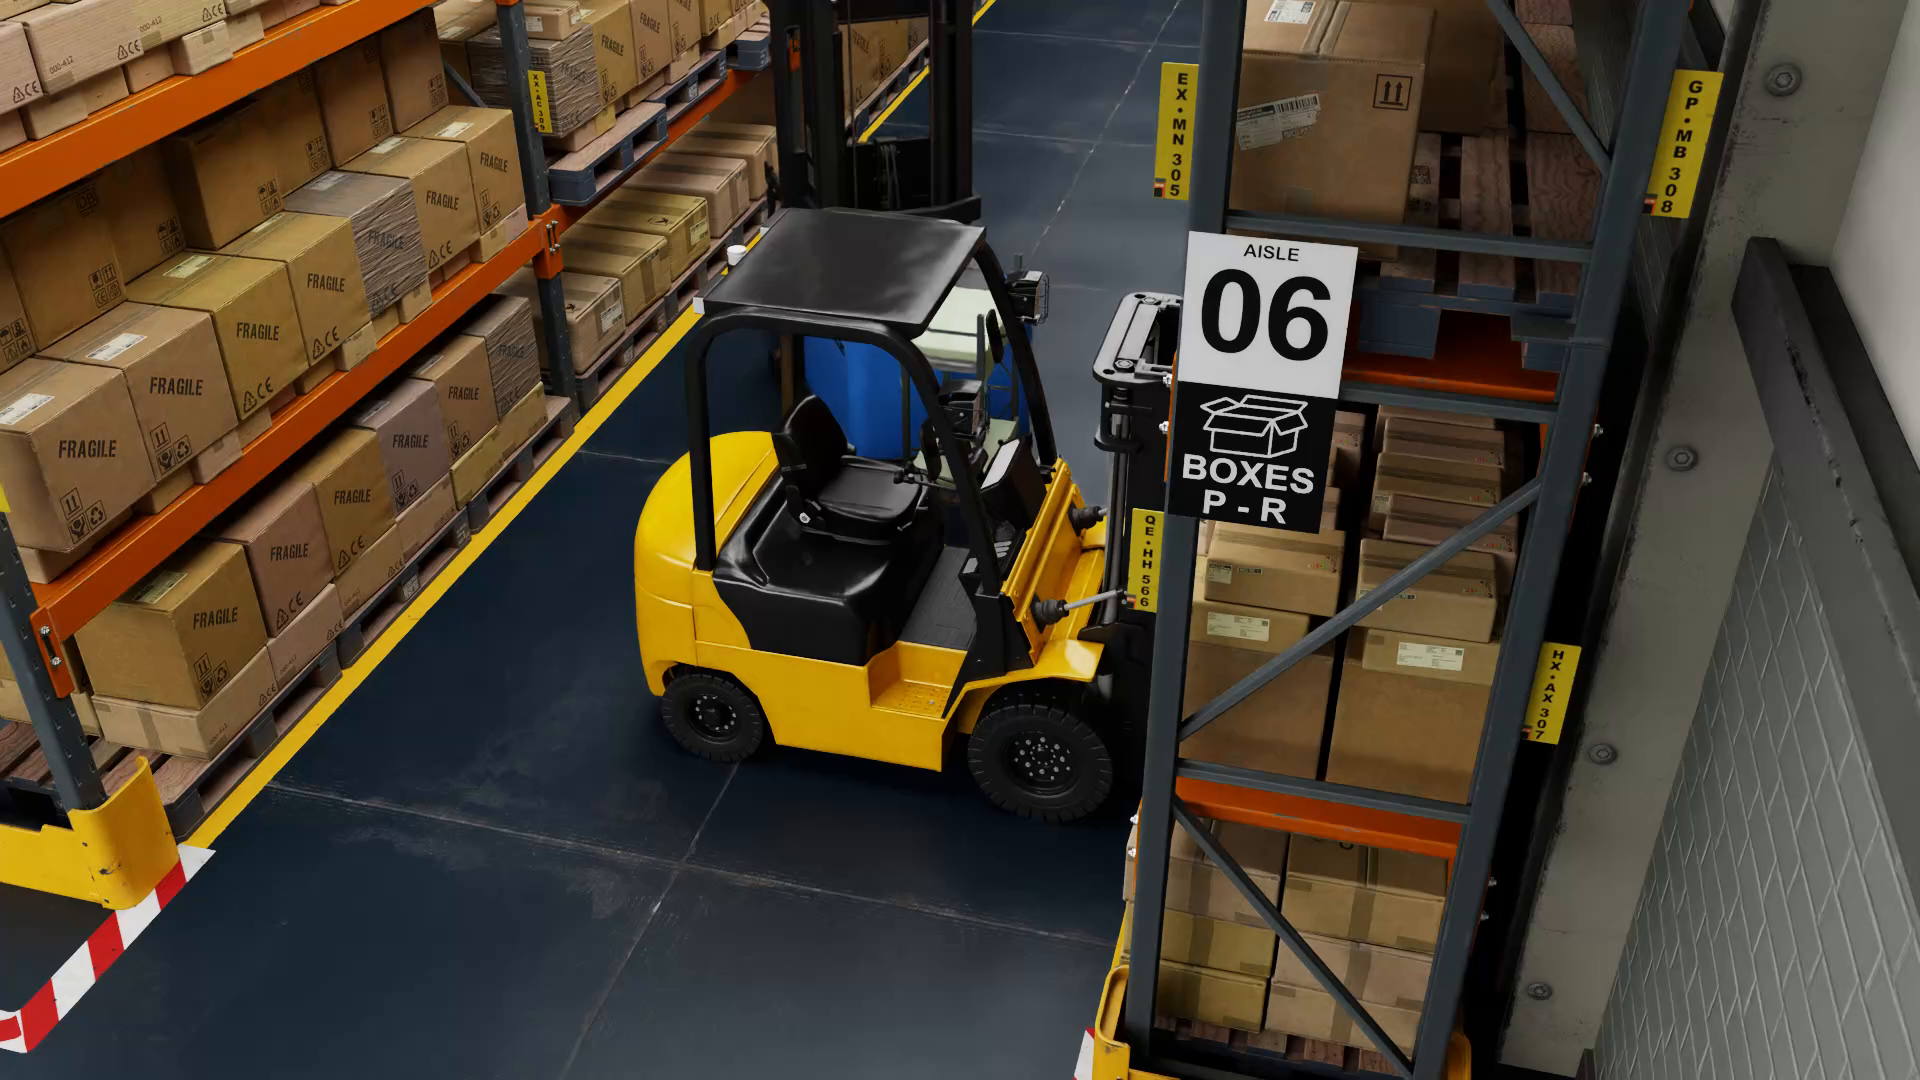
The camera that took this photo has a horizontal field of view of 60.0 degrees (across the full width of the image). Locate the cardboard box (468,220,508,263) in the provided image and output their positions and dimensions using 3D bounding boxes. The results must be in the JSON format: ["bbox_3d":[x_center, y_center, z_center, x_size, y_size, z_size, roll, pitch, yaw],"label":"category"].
[{"bbox_3d":[-2.594,-1.576,8.667,0.380,0.149,0.250,9,33,13],"label":"cardboard box"}]

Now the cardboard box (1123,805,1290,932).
[{"bbox_3d":[0.851,1.009,5.607,0.500,0.250,0.500,9,34,14],"label":"cardboard box"}]

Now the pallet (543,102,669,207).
[{"bbox_3d":[-2.416,-2.316,9.777,1.003,0.211,1.213,8,33,12],"label":"pallet"}]

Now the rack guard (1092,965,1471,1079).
[{"bbox_3d":[1.030,1.796,5.458,1.175,0.500,0.348,8,33,12],"label":"rack guard"}]

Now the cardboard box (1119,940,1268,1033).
[{"bbox_3d":[0.850,1.425,5.884,0.500,0.250,0.500,8,33,13],"label":"cardboard box"}]

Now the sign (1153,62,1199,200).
[{"bbox_3d":[0.515,-0.958,3.914,0.100,0.325,0.005,8,33,12],"label":"sign"}]

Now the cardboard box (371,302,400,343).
[{"bbox_3d":[-2.886,-1.050,7.840,0.380,0.149,0.250,7,33,12],"label":"cardboard box"}]

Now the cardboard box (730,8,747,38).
[{"bbox_3d":[-1.682,-3.550,11.381,0.380,0.149,0.250,6,33,10],"label":"cardboard box"}]

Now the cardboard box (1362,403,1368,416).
[{"bbox_3d":[1.442,-0.659,6.897,0.500,0.500,0.500,8,33,12],"label":"cardboard box"}]

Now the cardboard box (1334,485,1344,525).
[{"bbox_3d":[1.088,-0.195,5.563,0.380,0.149,0.250,8,33,12],"label":"cardboard box"}]

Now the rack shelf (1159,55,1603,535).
[{"bbox_3d":[1.544,-1.271,5.828,1.077,0.370,4.000,8,33,12],"label":"rack shelf"}]

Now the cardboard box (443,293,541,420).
[{"bbox_3d":[-2.642,-1.010,9.016,0.500,0.500,0.500,8,33,12],"label":"cardboard box"}]

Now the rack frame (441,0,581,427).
[{"bbox_3d":[-2.751,-2.021,9.132,1.000,3.000,0.127,8,33,12],"label":"rack frame"}]

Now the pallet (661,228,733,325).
[{"bbox_3d":[-2.247,-1.883,11.515,1.003,0.211,1.213,8,33,12],"label":"pallet"}]

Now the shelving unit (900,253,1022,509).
[{"bbox_3d":[0.014,-0.605,8.304,0.431,1.500,0.755,8,33,13],"label":"shelving unit"}]

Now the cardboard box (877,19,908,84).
[{"bbox_3d":[-1.022,-4.650,14.858,0.875,0.875,0.875,9,34,14],"label":"cardboard box"}]

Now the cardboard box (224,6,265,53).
[{"bbox_3d":[-3.016,-2.046,6.611,0.380,0.149,0.250,7,33,11],"label":"cardboard box"}]

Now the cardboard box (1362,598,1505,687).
[{"bbox_3d":[1.373,0.272,4.828,0.380,0.149,0.250,7,33,11],"label":"cardboard box"}]

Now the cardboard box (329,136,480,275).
[{"bbox_3d":[-2.747,-1.656,8.188,0.500,0.500,0.500,9,34,14],"label":"cardboard box"}]

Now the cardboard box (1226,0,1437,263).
[{"bbox_3d":[0.913,-1.061,4.250,0.500,0.500,0.500,9,34,14],"label":"cardboard box"}]

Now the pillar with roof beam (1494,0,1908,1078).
[{"bbox_3d":[-2.079,-2.627,4.495,9.100,9.000,0.400,8,33,12],"label":"pillar with roof beam"}]

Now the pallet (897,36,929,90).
[{"bbox_3d":[-0.844,-4.585,15.765,1.003,0.211,1.213,8,33,12],"label":"pallet"}]

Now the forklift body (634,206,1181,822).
[{"bbox_3d":[-0.247,-0.145,6.974,2.313,2.155,1.214,8,33,12],"label":"forklift body"}]

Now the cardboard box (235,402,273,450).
[{"bbox_3d":[-3.141,-0.511,6.992,0.380,0.149,0.250,9,34,14],"label":"cardboard box"}]

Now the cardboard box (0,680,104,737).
[{"bbox_3d":[-3.815,0.570,7.229,0.500,0.250,0.500,8,33,12],"label":"cardboard box"}]

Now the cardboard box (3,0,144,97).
[{"bbox_3d":[-3.244,-1.758,5.785,0.500,0.250,0.500,8,33,12],"label":"cardboard box"}]

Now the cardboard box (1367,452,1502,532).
[{"bbox_3d":[1.480,-0.128,5.180,0.380,0.149,0.250,9,33,13],"label":"cardboard box"}]

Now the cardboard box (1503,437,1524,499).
[{"bbox_3d":[1.703,-0.245,5.642,0.380,0.149,0.250,8,33,13],"label":"cardboard box"}]

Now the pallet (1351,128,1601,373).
[{"bbox_3d":[1.241,-0.863,4.598,1.003,0.211,1.213,8,33,12],"label":"pallet"}]

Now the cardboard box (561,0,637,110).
[{"bbox_3d":[-2.228,-2.830,9.643,0.500,0.500,0.500,8,33,13],"label":"cardboard box"}]

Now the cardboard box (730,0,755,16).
[{"bbox_3d":[-1.703,-3.898,11.323,0.500,0.500,0.500,7,33,12],"label":"cardboard box"}]

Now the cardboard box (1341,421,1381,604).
[{"bbox_3d":[1.665,-0.068,5.967,0.500,0.500,0.500,8,33,12],"label":"cardboard box"}]

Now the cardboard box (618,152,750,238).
[{"bbox_3d":[-2.068,-2.489,11.927,0.950,0.372,0.625,7,33,11],"label":"cardboard box"}]

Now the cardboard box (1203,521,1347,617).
[{"bbox_3d":[0.923,0.073,4.864,0.380,0.149,0.250,8,33,12],"label":"cardboard box"}]

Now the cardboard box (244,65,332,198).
[{"bbox_3d":[-3.377,-1.893,7.629,0.700,0.500,0.500,7,33,11],"label":"cardboard box"}]

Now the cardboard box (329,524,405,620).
[{"bbox_3d":[-3.031,0.109,7.955,0.500,0.250,0.500,10,34,16],"label":"cardboard box"}]

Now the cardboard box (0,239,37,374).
[{"bbox_3d":[-3.848,-0.829,5.956,0.700,0.500,0.500,7,33,11],"label":"cardboard box"}]

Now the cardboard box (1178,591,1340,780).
[{"bbox_3d":[0.907,0.396,5.238,0.500,0.500,0.500,7,33,11],"label":"cardboard box"}]

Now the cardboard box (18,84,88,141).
[{"bbox_3d":[-3.287,-1.514,5.774,0.380,0.149,0.250,9,34,14],"label":"cardboard box"}]

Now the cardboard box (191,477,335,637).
[{"bbox_3d":[-3.160,0.057,7.338,0.500,0.500,0.500,7,33,11],"label":"cardboard box"}]

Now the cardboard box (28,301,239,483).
[{"bbox_3d":[-3.249,-0.590,6.511,0.500,0.500,0.500,9,34,14],"label":"cardboard box"}]

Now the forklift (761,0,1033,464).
[{"bbox_3d":[-0.555,-2.222,9.513,1.130,2.935,3.031,-10,34,-16],"label":"forklift"}]

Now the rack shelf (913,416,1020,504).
[{"bbox_3d":[0.014,-0.330,8.478,0.431,0.370,0.720,8,33,13],"label":"rack shelf"}]

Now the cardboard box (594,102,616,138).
[{"bbox_3d":[-2.233,-2.464,9.673,0.380,0.149,0.250,9,33,13],"label":"cardboard box"}]

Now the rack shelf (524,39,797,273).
[{"bbox_3d":[-2.243,-2.755,10.958,1.077,0.370,4.000,8,33,12],"label":"rack shelf"}]

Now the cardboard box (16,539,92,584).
[{"bbox_3d":[-3.480,0.013,6.168,0.380,0.149,0.250,8,33,13],"label":"cardboard box"}]

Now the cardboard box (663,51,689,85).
[{"bbox_3d":[-1.947,-3.008,10.529,0.380,0.149,0.250,9,34,14],"label":"cardboard box"}]
